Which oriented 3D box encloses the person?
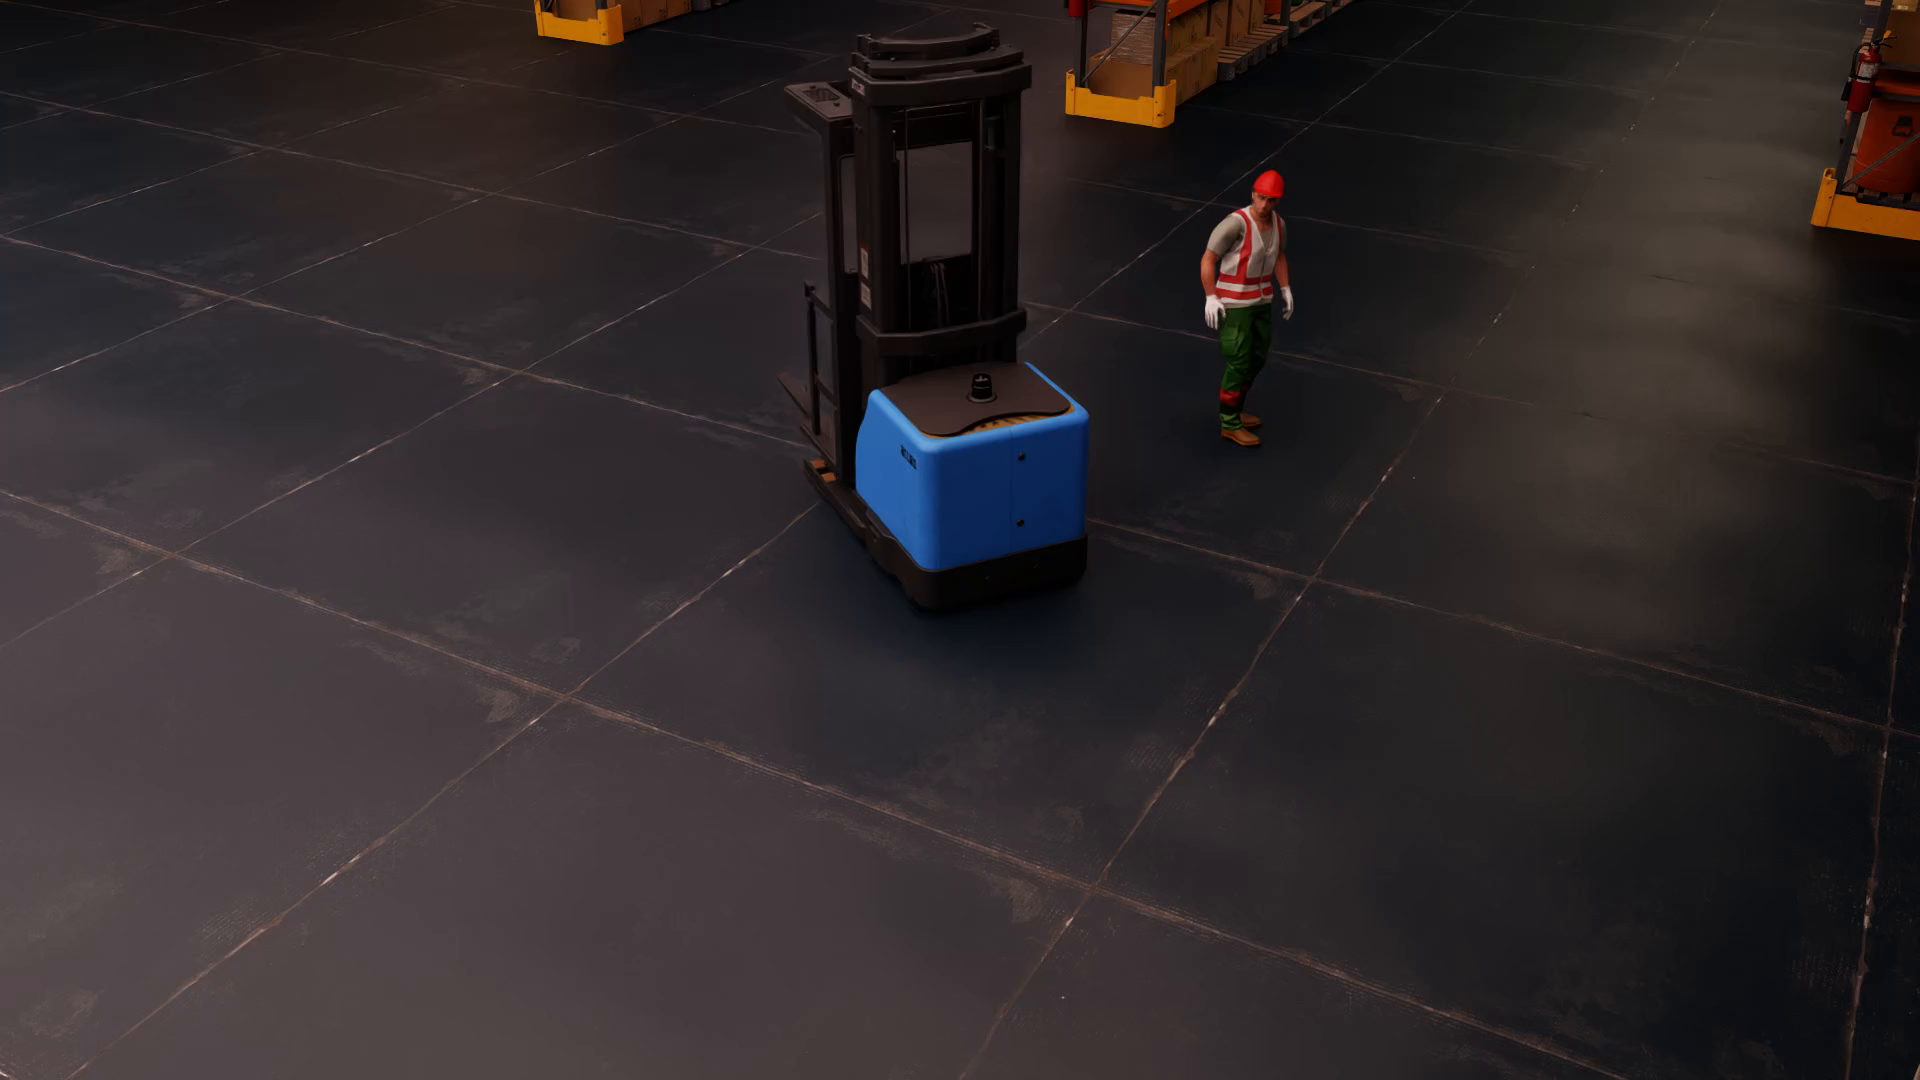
[{"bbox_3d":[1.927,-1.519,10.860,0.751,1.777,0.513,-23,37,-34],"label":"person"}]

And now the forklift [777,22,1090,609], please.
[{"bbox_3d":[-0.341,-1.607,9.855,1.130,2.935,3.031,-13,32,-21],"label":"forklift"}]
